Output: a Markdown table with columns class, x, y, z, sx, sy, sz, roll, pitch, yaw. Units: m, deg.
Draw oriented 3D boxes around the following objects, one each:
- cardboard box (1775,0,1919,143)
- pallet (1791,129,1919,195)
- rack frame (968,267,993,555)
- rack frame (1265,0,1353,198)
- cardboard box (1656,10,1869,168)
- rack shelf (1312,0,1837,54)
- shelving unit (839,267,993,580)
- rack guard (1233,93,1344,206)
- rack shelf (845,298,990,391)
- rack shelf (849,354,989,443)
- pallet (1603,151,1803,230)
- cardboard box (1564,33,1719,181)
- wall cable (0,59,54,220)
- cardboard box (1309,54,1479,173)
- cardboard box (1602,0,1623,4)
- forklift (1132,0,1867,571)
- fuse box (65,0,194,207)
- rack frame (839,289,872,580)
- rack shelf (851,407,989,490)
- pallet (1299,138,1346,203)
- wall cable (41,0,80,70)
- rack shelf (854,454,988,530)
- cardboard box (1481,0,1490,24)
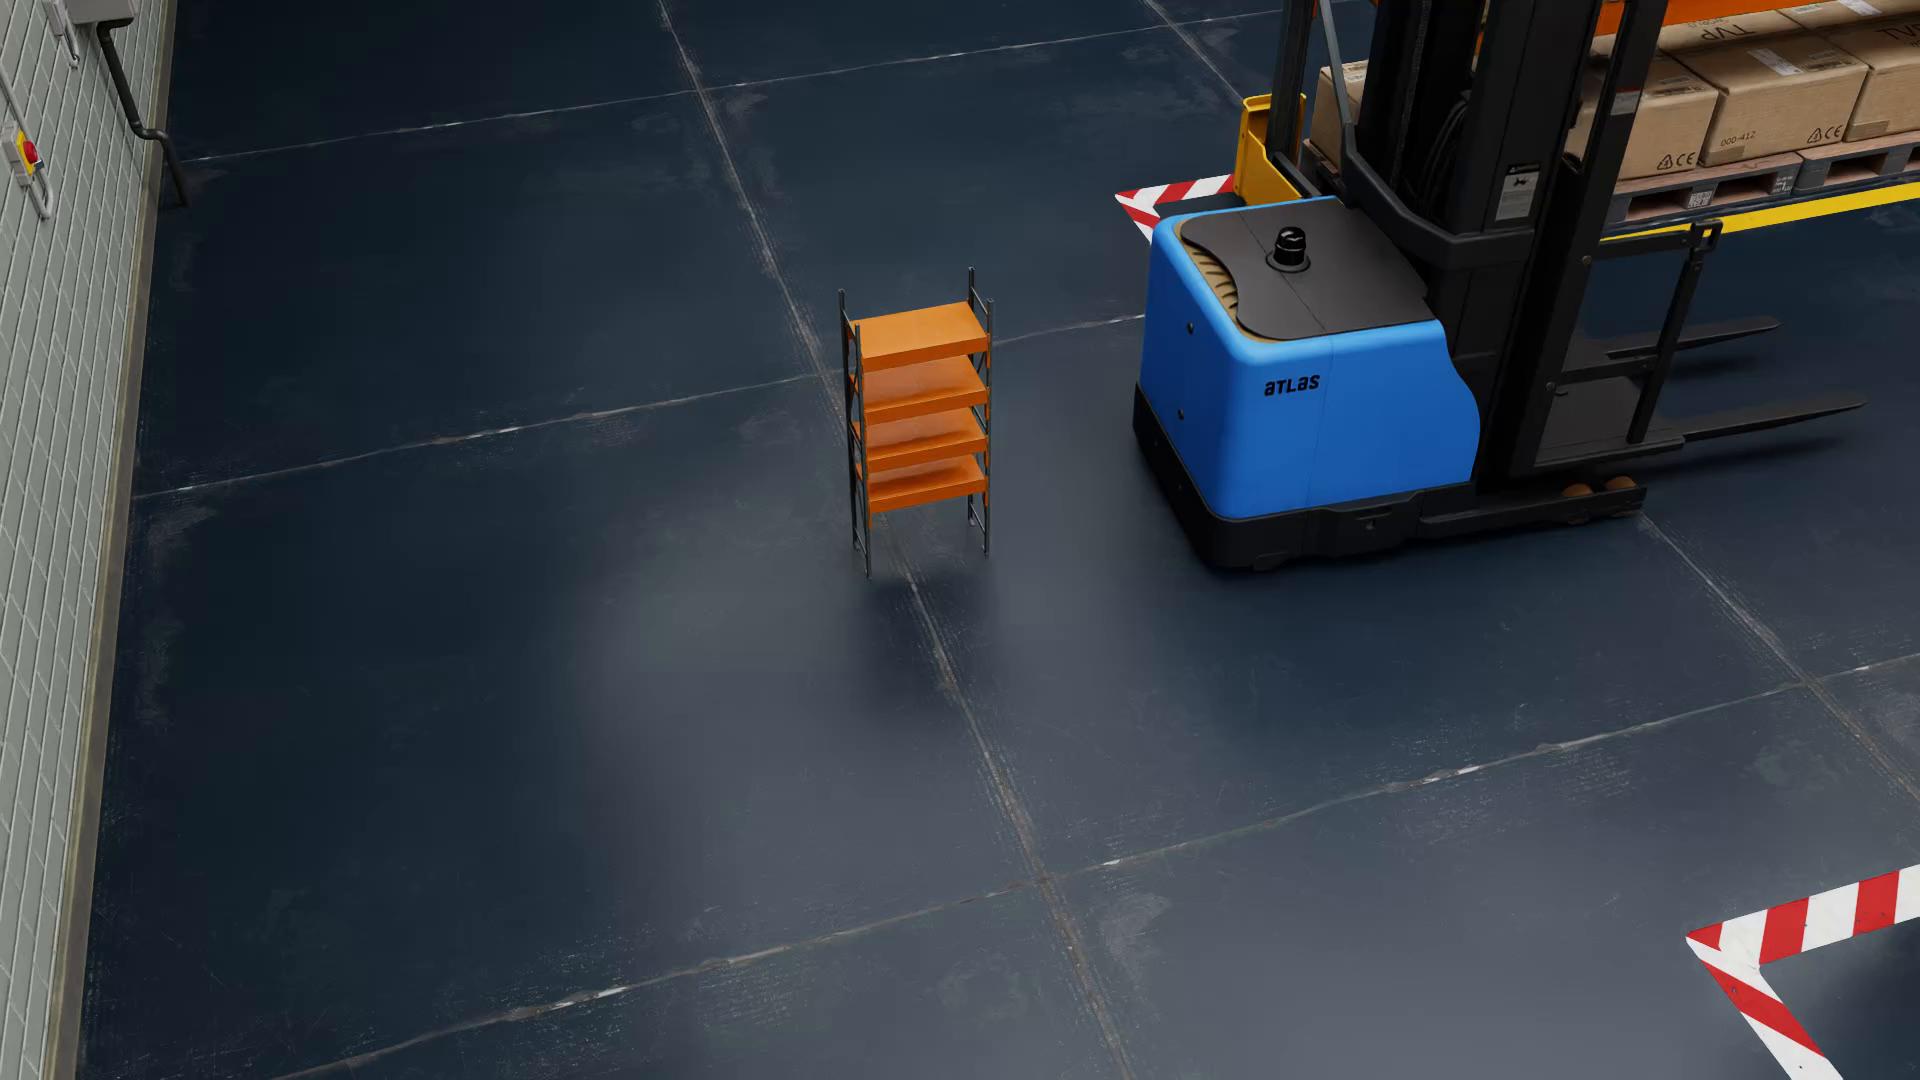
| class | x | y | z | sx | sy | sz | roll | pitch | yaw |
| --- | --- | --- | --- | --- | --- | --- | --- | --- | --- |
| cardboard box | 4.990 | -2.634 | 9.113 | 0.875 | 0.438 | 0.875 | -12 | 43 | -14 |
| pallet | 4.872 | -2.346 | 9.275 | 1.213 | 0.211 | 1.003 | -12 | 42 | -13 |
| rack frame | 0.075 | -0.467 | 6.373 | 0.015 | 1.200 | 0.240 | -12 | 42 | -13 |
| rack frame | 1.806 | -2.707 | 7.568 | 0.127 | 3.000 | 1.000 | -12 | 42 | -13 |
| cardboard box | 4.136 | -2.456 | 8.910 | 0.875 | 0.438 | 0.875 | -13 | 43 | -14 |
| rack shelf | 3.713 | -2.831 | 8.257 | 4.000 | 0.370 | 1.077 | -12 | 42 | -13 |
| shelving unit | -0.158 | -0.419 | 6.318 | 0.503 | 1.200 | 0.258 | -12 | 42 | -13 |
| rack guard | 1.783 | -1.761 | 8.385 | 0.348 | 0.500 | 1.175 | -12 | 42 | -13 |
| rack shelf | -0.158 | -0.715 | 6.059 | 0.480 | 0.148 | 0.258 | -12 | 42 | -13 |
| rack shelf | -0.158 | -0.537 | 6.215 | 0.480 | 0.148 | 0.258 | -12 | 42 | -13 |
| pallet | 3.706 | -2.102 | 8.996 | 1.213 | 0.211 | 1.003 | -12 | 42 | -13 |
| cardboard box | 3.275 | -2.279 | 8.707 | 0.875 | 0.438 | 0.875 | -11 | 42 | -12 |
| wall cable | -3.566 | -1.972 | 5.931 | 0.123 | 1.953 | 0.585 | -12 | 42 | -13 |
| cardboard box | 2.405 | -2.093 | 8.494 | 0.875 | 0.438 | 0.875 | -13 | 43 | -15 |
| cardboard box | 2.824 | -2.777 | 7.572 | 0.500 | 0.500 | 0.500 | -12 | 43 | -14 |
| forklift | 2.321 | -1.499 | 6.238 | 3.031 | 2.935 | 1.130 | -9 | 42 | -10 |
| fuse box | -4.058 | -2.440 | 8.242 | 0.414 | 1.711 | 0.539 | -12 | 42 | -13 |
| rack frame | -0.391 | -0.371 | 6.263 | 0.015 | 1.200 | 0.240 | -12 | 42 | -13 |
| rack shelf | -0.158 | -0.368 | 6.362 | 0.480 | 0.148 | 0.258 | -12 | 42 | -13 |
| pallet | 2.545 | -1.864 | 8.723 | 1.213 | 0.211 | 1.003 | -12 | 42 | -13 |
| wall cable | -4.003 | -2.848 | 6.958 | 0.122 | 1.984 | 0.588 | -12 | 42 | -13 |
| rack shelf | -0.158 | -0.219 | 6.493 | 0.480 | 0.148 | 0.258 | -12 | 42 | -13 |
| cardboard box | 2.350 | -2.659 | 7.438 | 0.500 | 0.500 | 0.500 | -12 | 43 | -13 |
